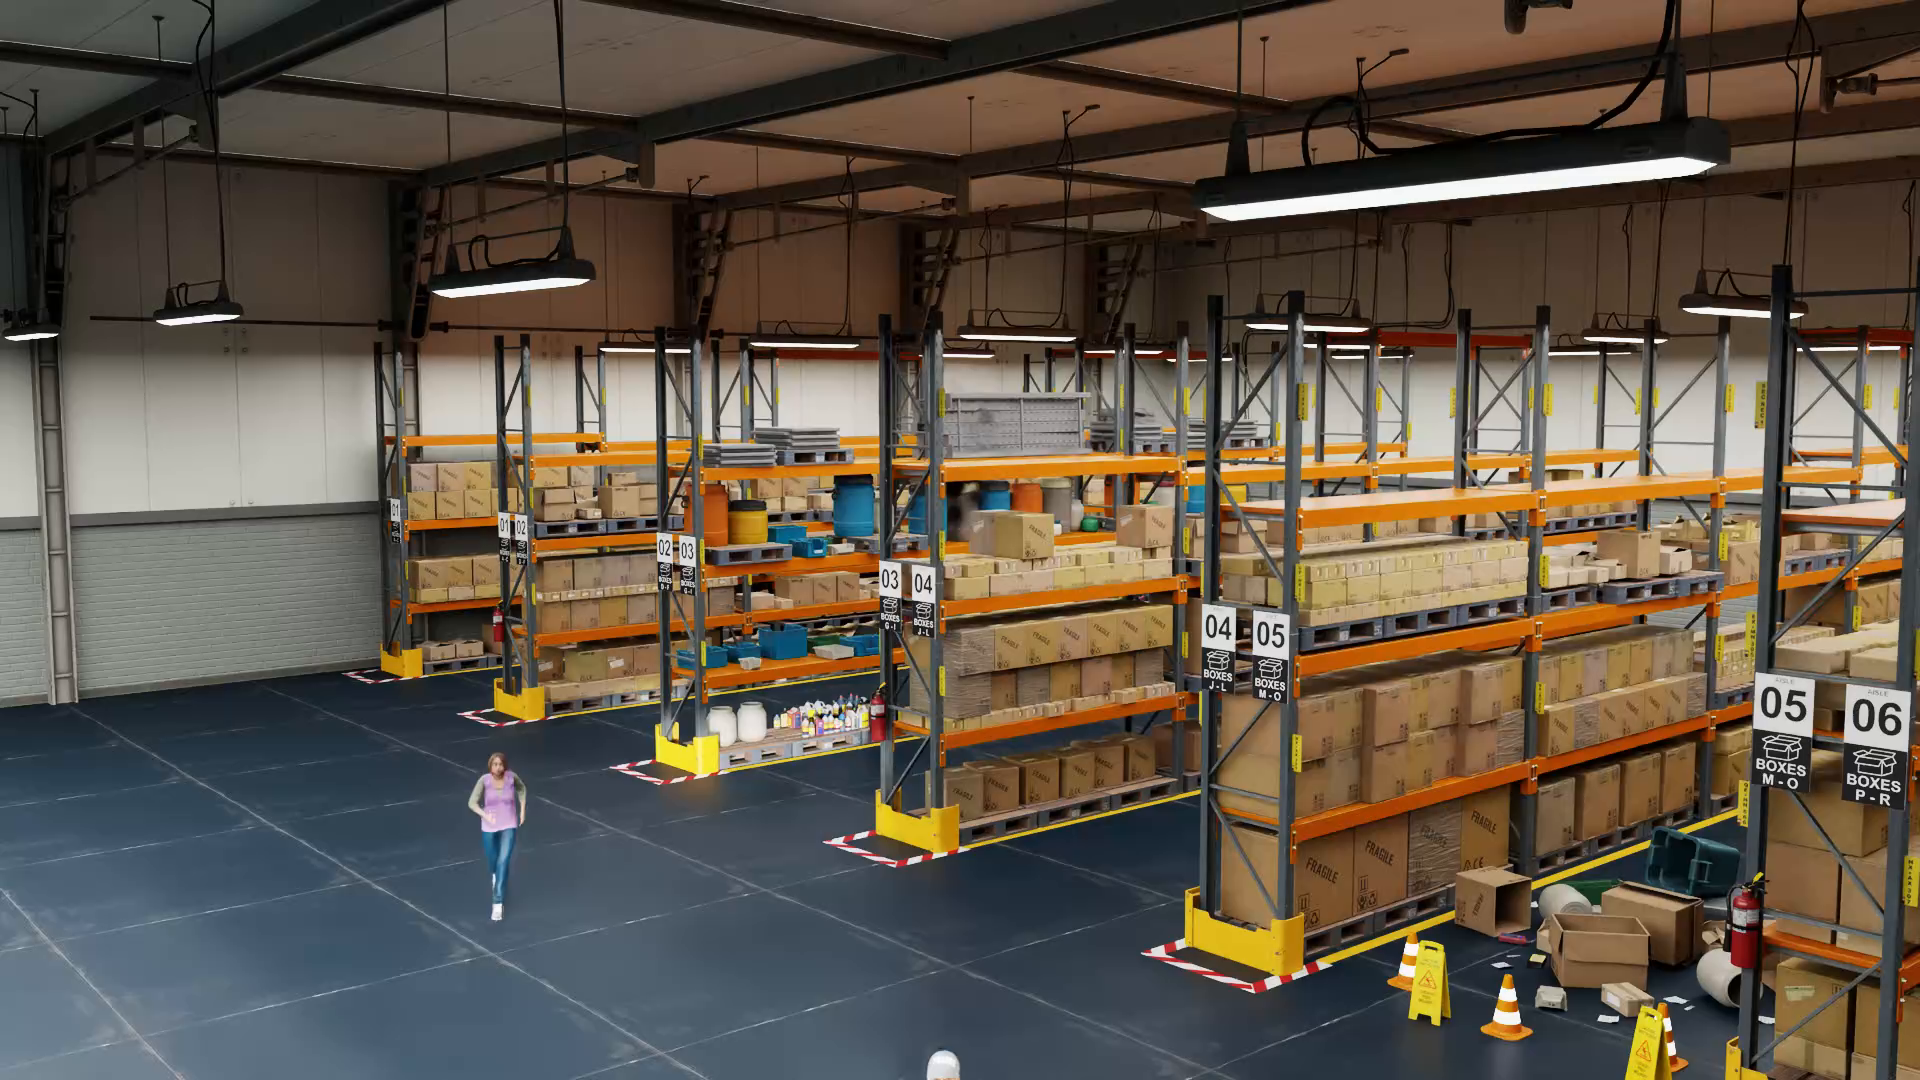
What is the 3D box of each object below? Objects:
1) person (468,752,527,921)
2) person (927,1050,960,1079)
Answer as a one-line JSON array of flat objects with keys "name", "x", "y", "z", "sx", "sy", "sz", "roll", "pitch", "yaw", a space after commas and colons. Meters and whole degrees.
[{"name": "person", "x": -4.588, "y": 2.871, "z": 16.536, "sx": 0.564, "sy": 1.592, "sz": 0.919, "roll": -2, "pitch": 5, "yaw": -17}, {"name": "person", "x": -0.094, "y": 3.543, "z": 9.039, "sx": 0.631, "sy": 1.659, "sz": 0.851, "roll": 0, "pitch": 5, "yaw": 3}]
